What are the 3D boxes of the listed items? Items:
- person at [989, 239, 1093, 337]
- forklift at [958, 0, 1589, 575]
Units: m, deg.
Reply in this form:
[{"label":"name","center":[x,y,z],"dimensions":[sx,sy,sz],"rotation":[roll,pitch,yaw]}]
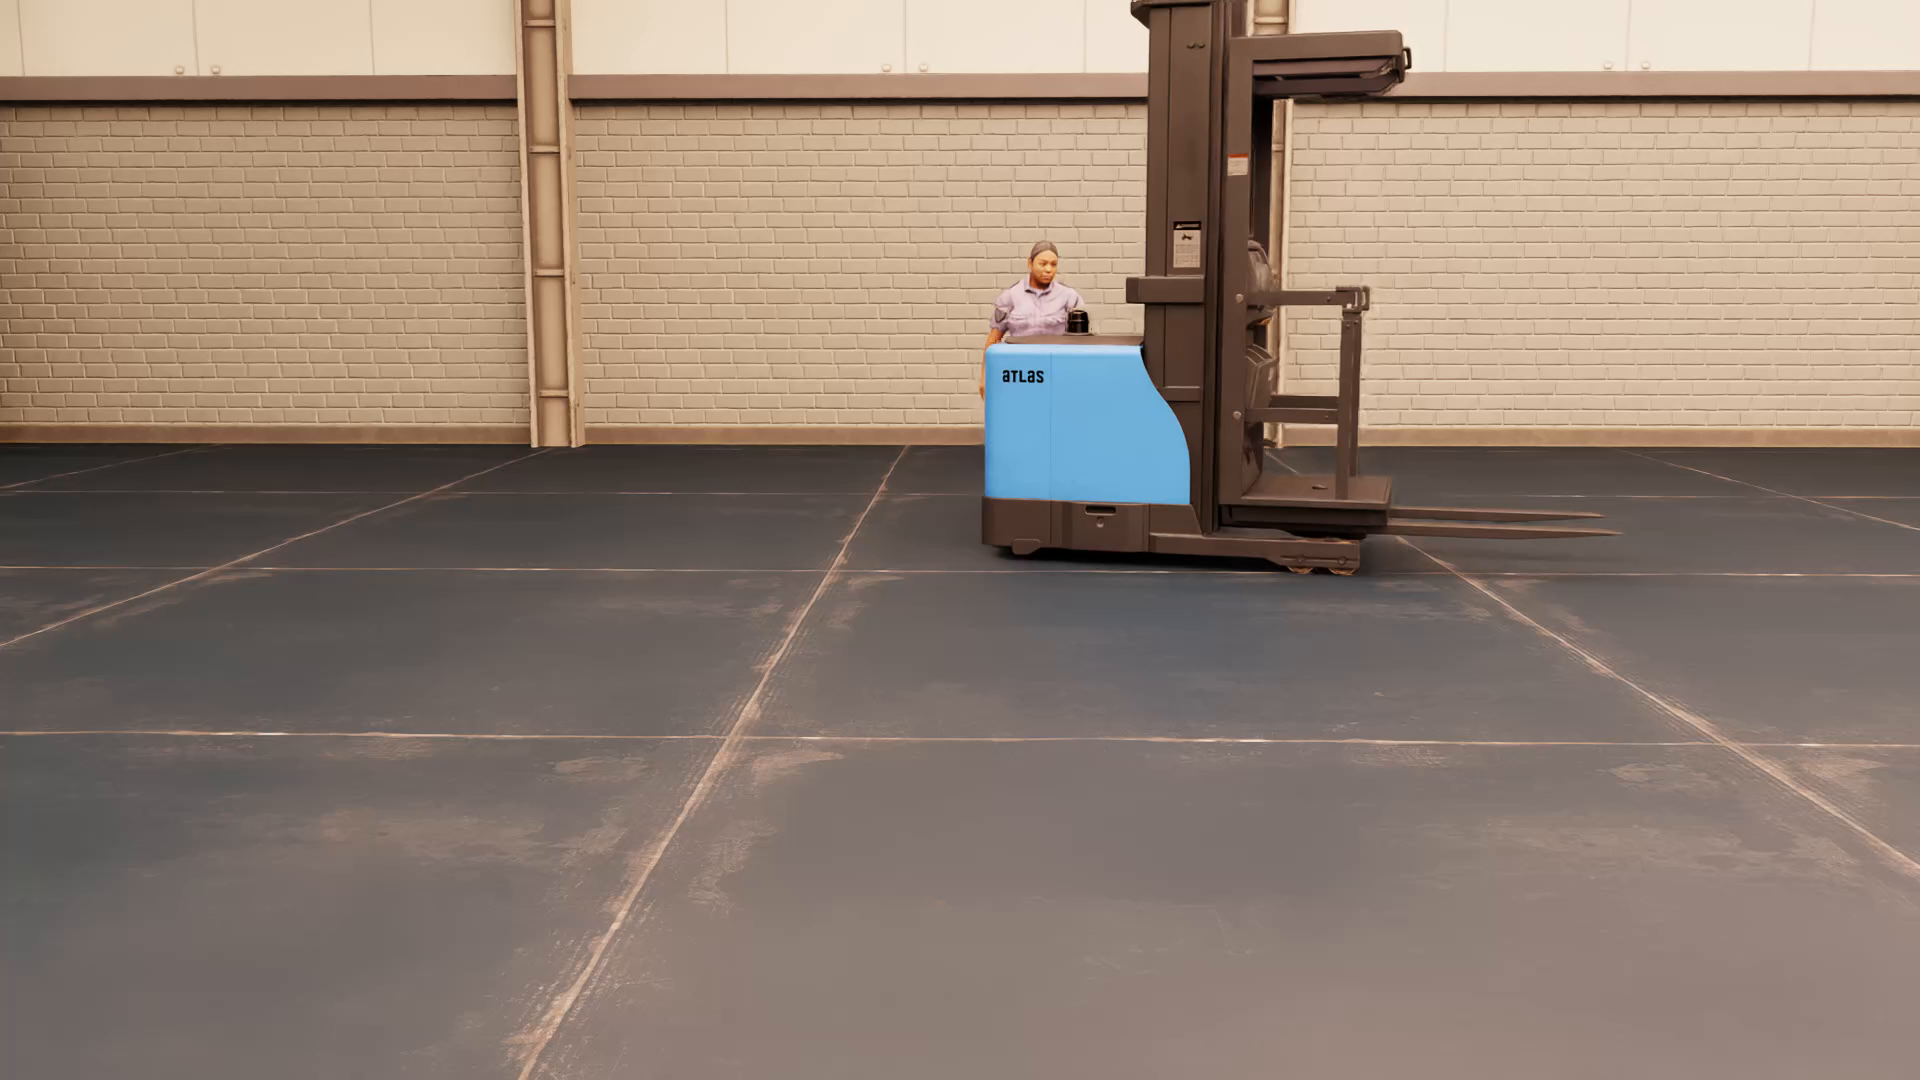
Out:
[{"label":"person","center":[0.498,-0.920,9.663],"dimensions":[0.752,1.627,0.382],"rotation":[0,9,-1]},{"label":"forklift","center":[1.565,-1.373,8.286],"dimensions":[3.031,2.935,1.130],"rotation":[2,9,15]}]
